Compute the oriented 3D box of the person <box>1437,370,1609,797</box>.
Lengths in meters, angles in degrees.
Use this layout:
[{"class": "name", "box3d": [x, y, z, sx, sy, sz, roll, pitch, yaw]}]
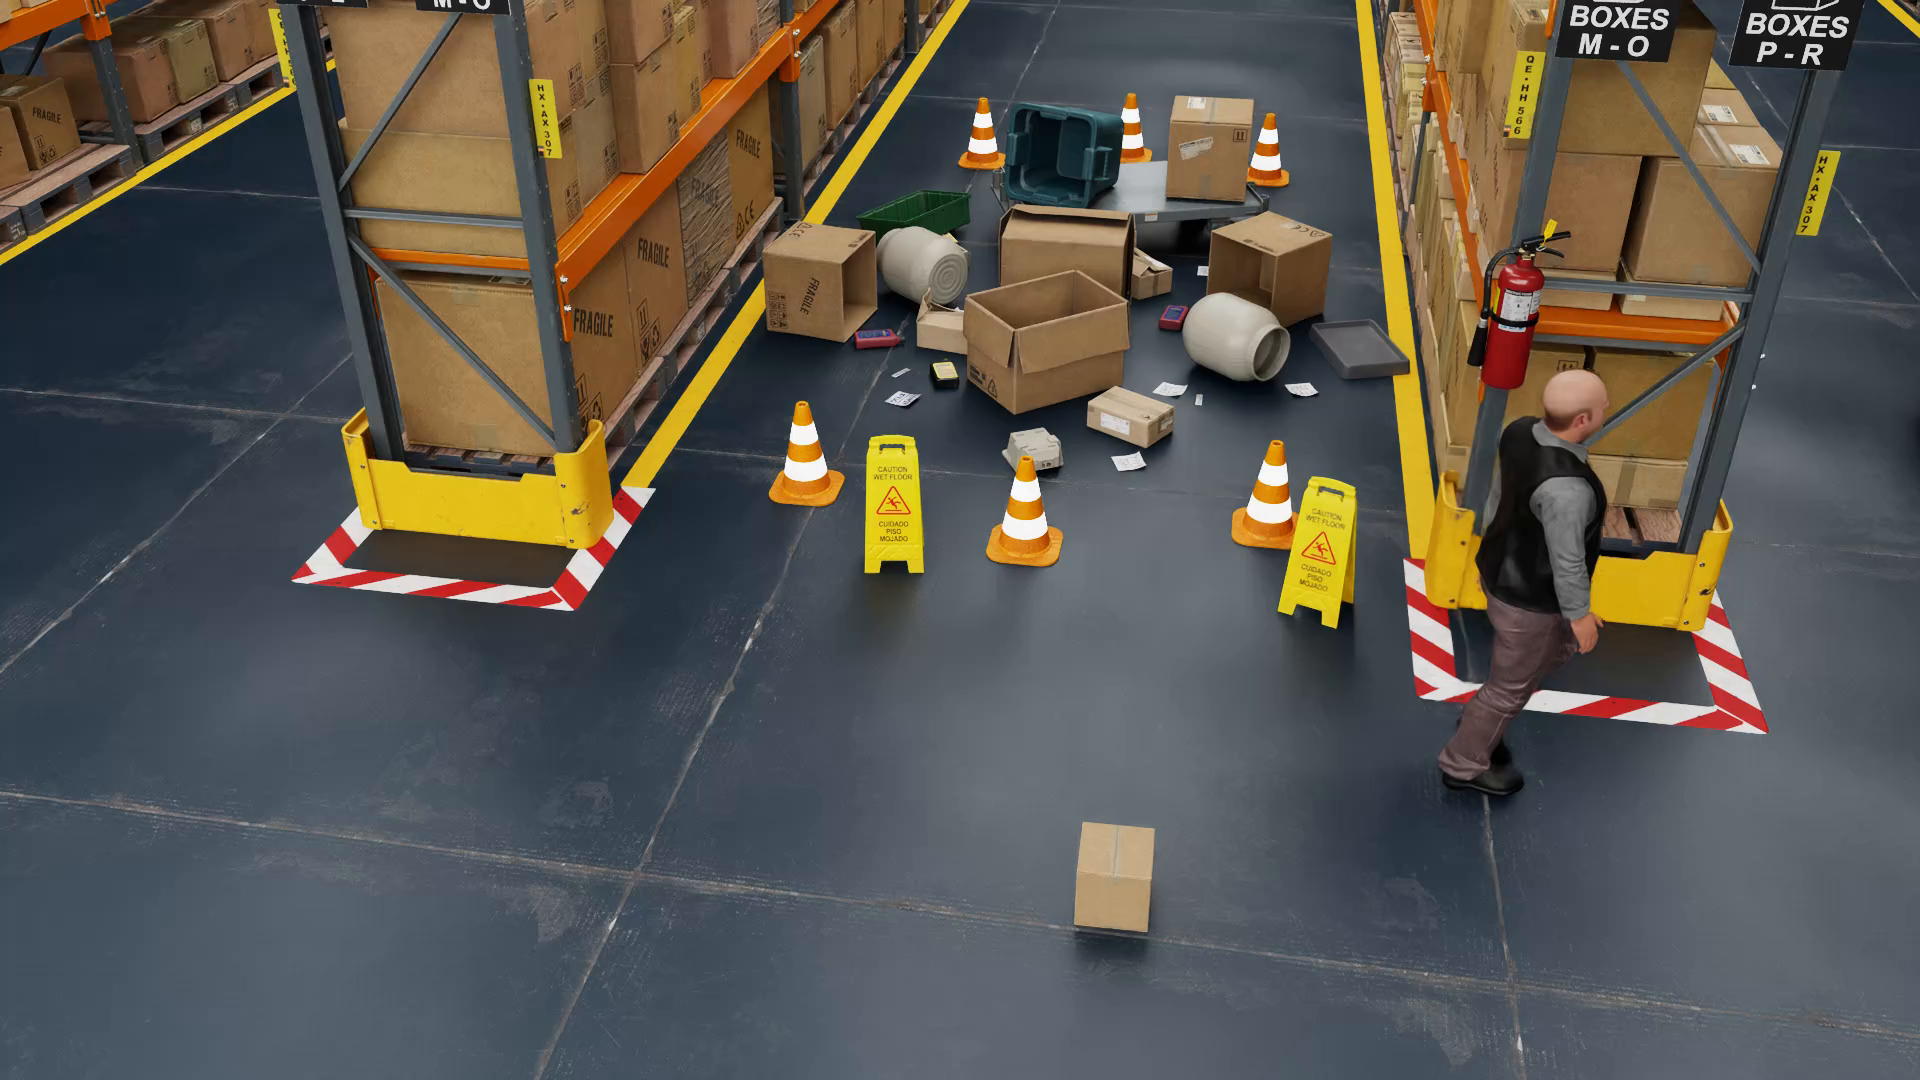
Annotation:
[{"class": "person", "box3d": [2.029, 0.192, 5.844, 0.483, 1.755, 0.546, 1, 32, 2]}]
